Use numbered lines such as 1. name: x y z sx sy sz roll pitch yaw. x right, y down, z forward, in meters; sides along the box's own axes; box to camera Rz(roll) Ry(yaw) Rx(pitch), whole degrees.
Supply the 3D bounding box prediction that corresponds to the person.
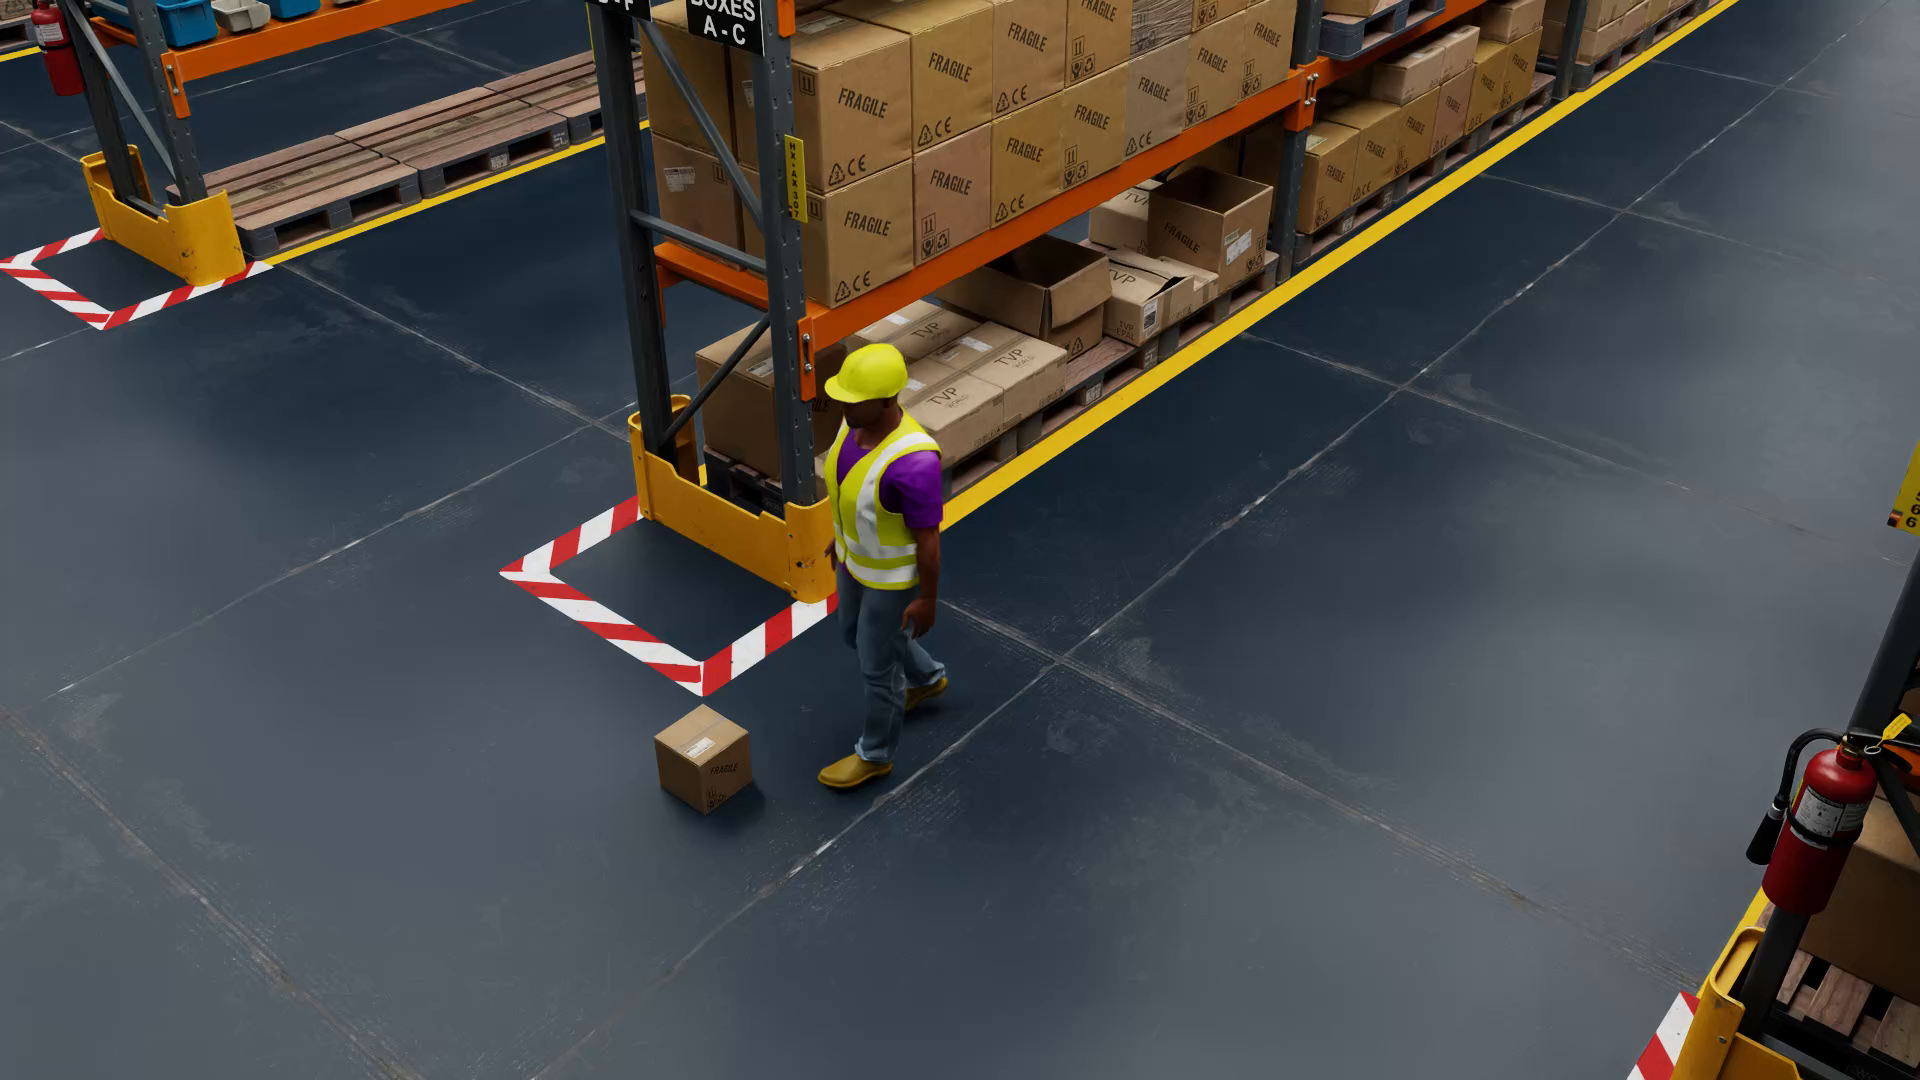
1. person: -0.289 0.086 5.993 0.665 1.767 0.594 -17 38 -23
